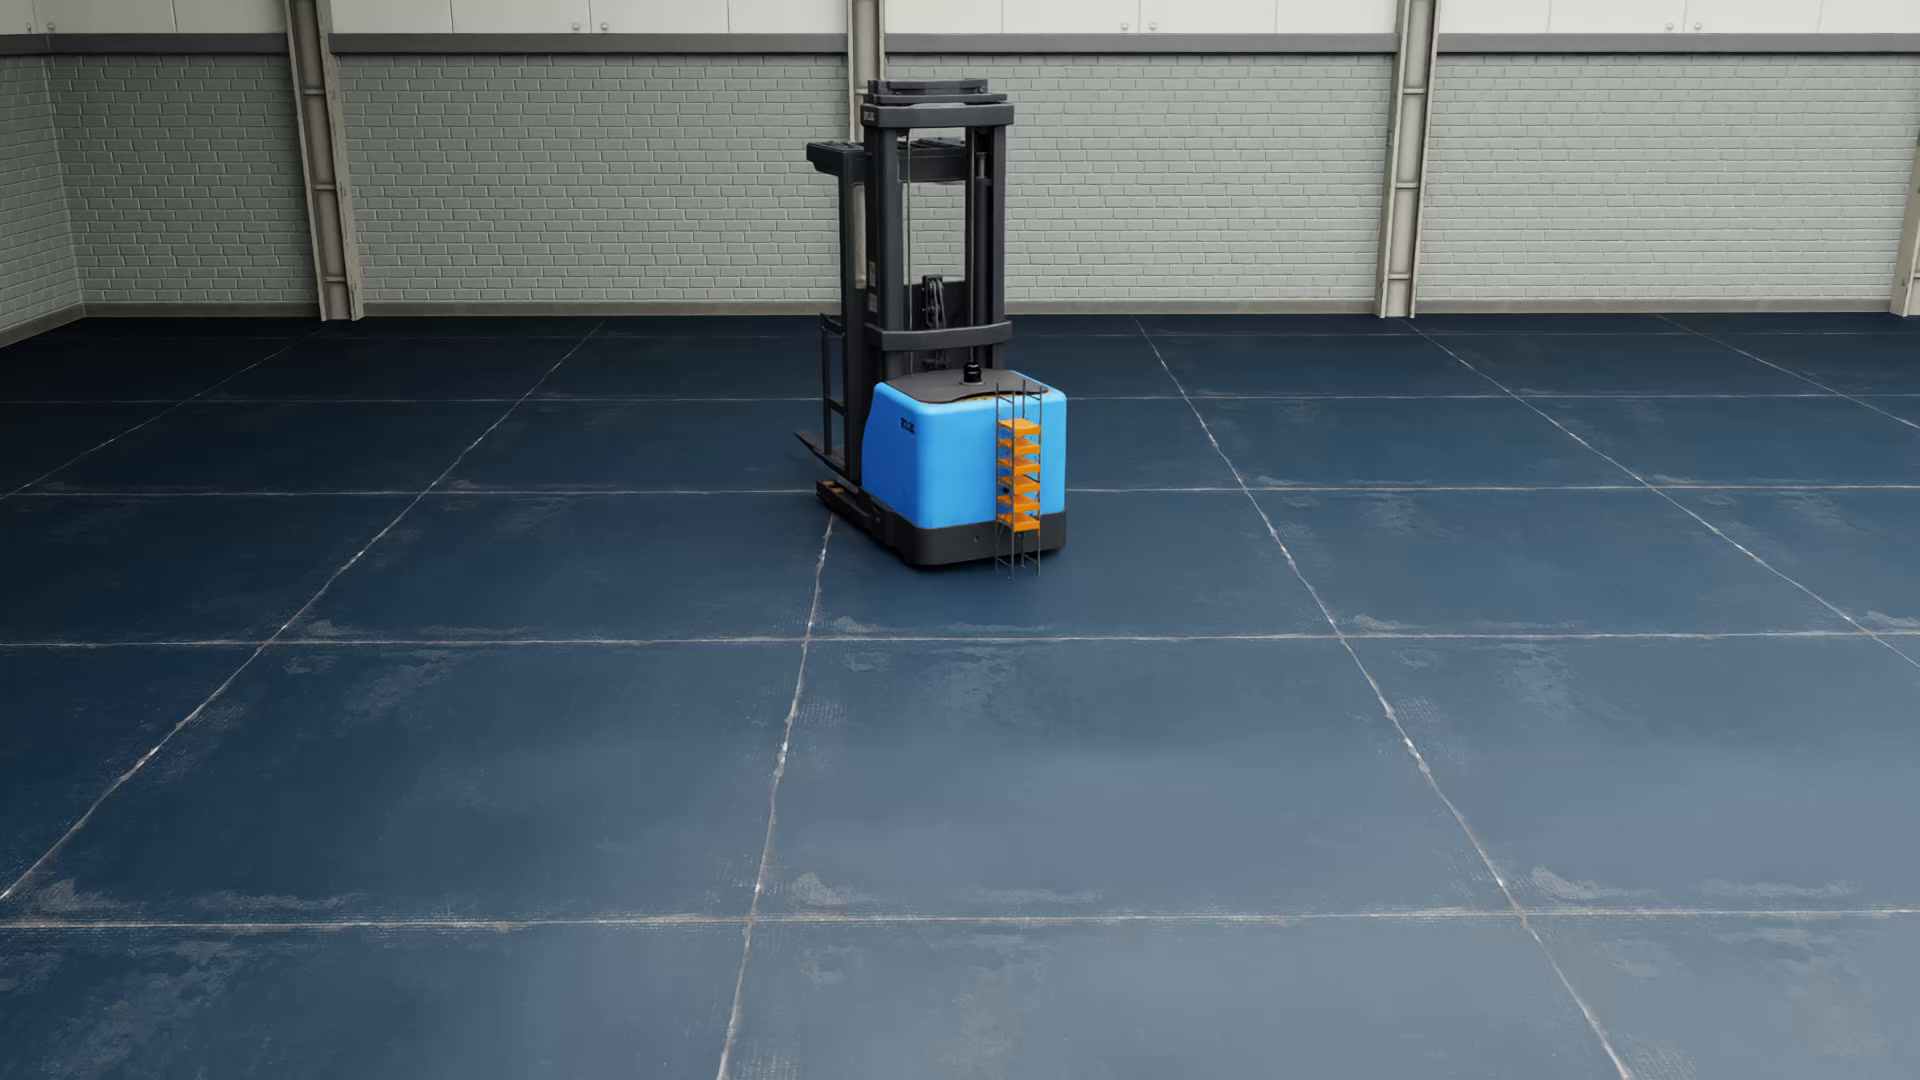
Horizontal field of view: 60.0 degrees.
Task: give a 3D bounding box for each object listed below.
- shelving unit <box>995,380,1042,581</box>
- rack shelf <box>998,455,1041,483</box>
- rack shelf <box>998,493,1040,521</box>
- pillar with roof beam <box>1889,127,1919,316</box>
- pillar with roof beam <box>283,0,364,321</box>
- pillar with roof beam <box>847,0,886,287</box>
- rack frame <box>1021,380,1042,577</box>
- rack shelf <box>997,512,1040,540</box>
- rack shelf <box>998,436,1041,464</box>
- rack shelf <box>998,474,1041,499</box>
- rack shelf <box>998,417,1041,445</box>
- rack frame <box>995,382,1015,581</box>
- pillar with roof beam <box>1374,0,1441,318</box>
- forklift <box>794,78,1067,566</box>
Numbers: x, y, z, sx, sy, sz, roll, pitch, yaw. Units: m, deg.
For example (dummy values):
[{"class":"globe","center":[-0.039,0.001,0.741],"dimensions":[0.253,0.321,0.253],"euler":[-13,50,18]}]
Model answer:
[{"class":"shelving unit","center":[0.356,-0.365,10.221],"dimensions":[0.189,1.200,0.258],"euler":[-8,20,-24]},{"class":"rack shelf","center":[0.356,-0.437,10.198],"dimensions":[0.180,0.103,0.258],"euler":[-8,20,-24]},{"class":"rack shelf","center":[0.356,-0.208,10.271],"dimensions":[0.180,0.103,0.258],"euler":[-8,20,-24]},{"class":"pillar with roof beam","center":[11.049,-5.579,13.708],"dimensions":[0.400,9.000,9.100],"euler":[0,18,-1]},{"class":"pillar with roof beam","center":[-6.949,-5.492,13.437],"dimensions":[0.400,9.000,9.100],"euler":[0,18,-1]},{"class":"pillar with roof beam","center":[-0.949,-5.521,13.527],"dimensions":[0.400,9.000,9.100],"euler":[0,18,-1]},{"class":"rack frame","center":[0.439,-0.377,10.258],"dimensions":[0.006,1.200,0.240],"euler":[-8,20,-24]},{"class":"rack shelf","center":[0.356,-0.094,10.308],"dimensions":[0.180,0.103,0.258],"euler":[-8,20,-24]},{"class":"rack shelf","center":[0.356,-0.551,10.161],"dimensions":[0.180,0.103,0.258],"euler":[-8,20,-24]},{"class":"rack shelf","center":[0.356,-0.323,10.235],"dimensions":[0.180,0.103,0.258],"euler":[-8,20,-24]},{"class":"rack shelf","center":[0.356,-0.666,10.125],"dimensions":[0.180,0.103,0.258],"euler":[-8,20,-24]},{"class":"rack frame","center":[0.273,-0.353,10.184],"dimensions":[0.006,1.200,0.240],"euler":[-8,20,-24]},{"class":"pillar with roof beam","center":[5.050,-5.550,13.618],"dimensions":[0.400,9.000,9.100],"euler":[0,18,-1]},{"class":"forklift","center":[-0.372,-1.645,11.377],"dimensions":[1.130,2.935,3.031],"euler":[-8,19,-23]}]
